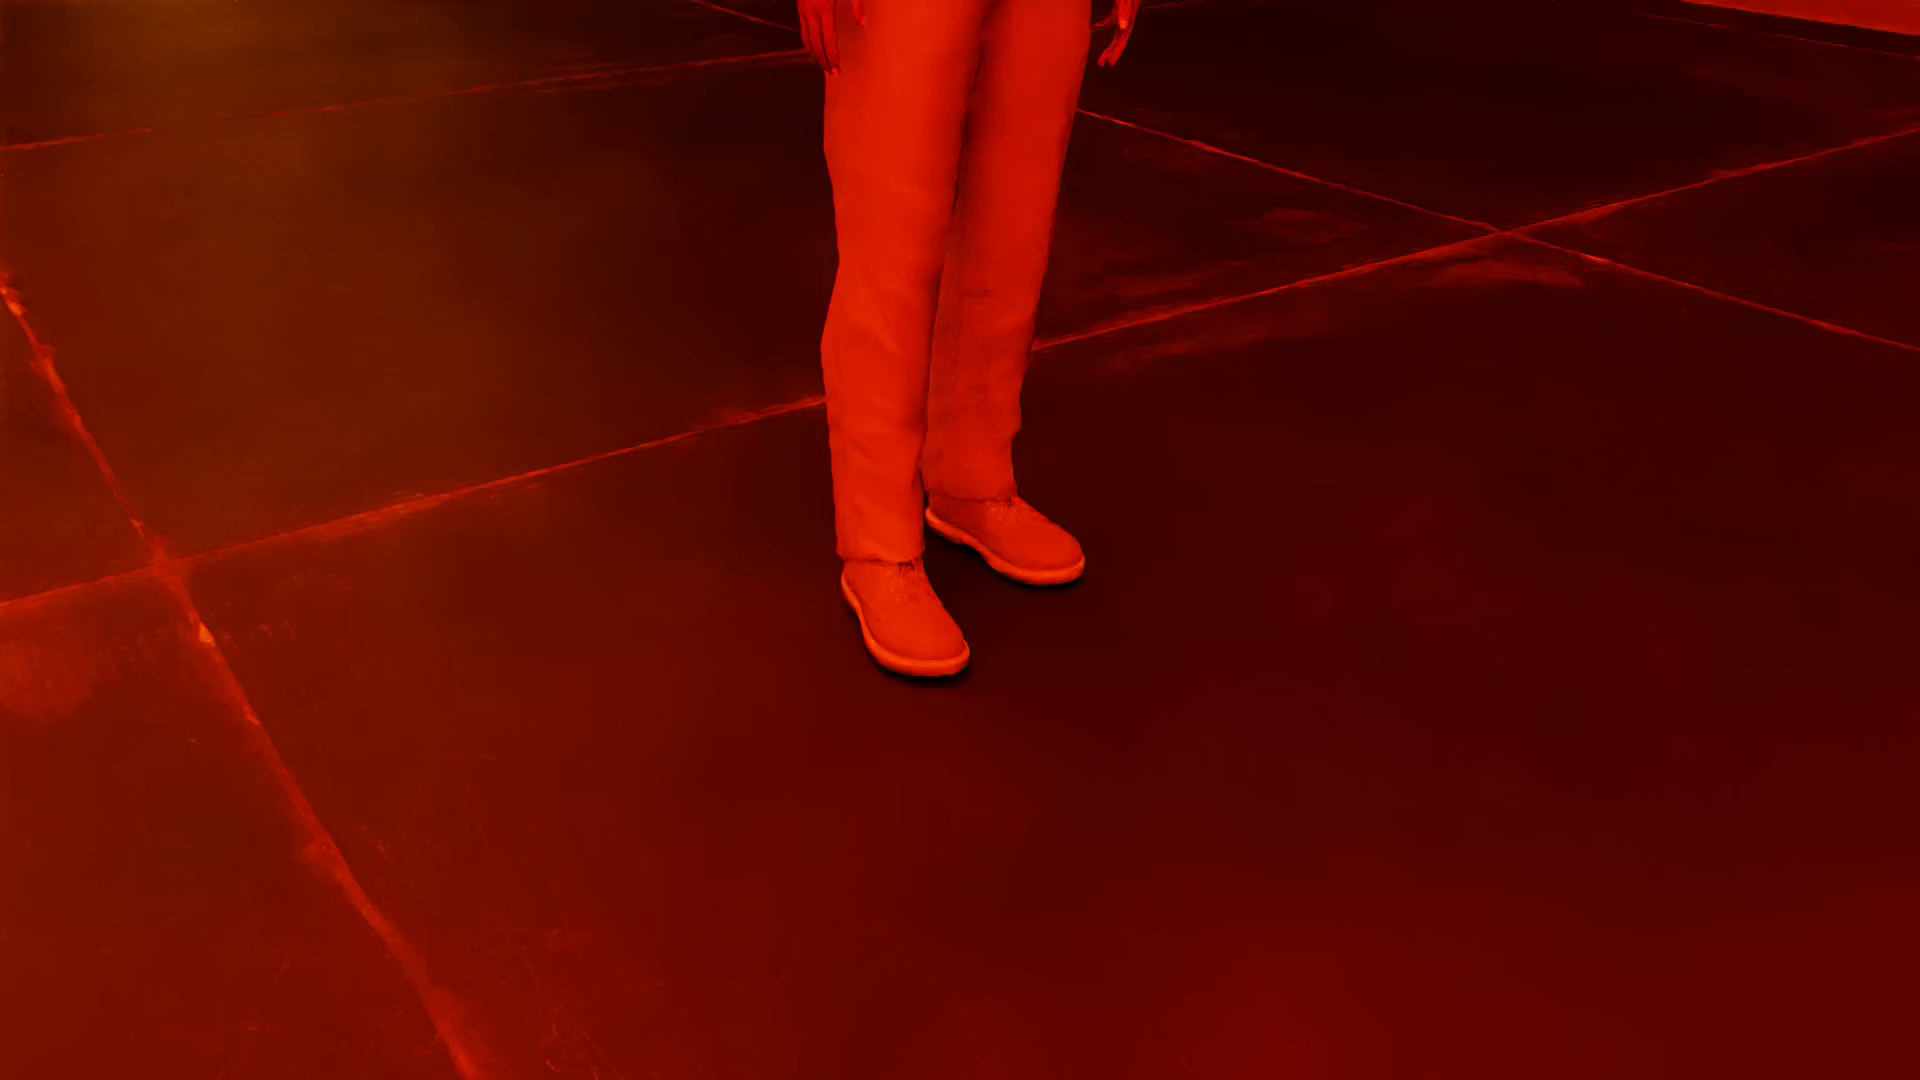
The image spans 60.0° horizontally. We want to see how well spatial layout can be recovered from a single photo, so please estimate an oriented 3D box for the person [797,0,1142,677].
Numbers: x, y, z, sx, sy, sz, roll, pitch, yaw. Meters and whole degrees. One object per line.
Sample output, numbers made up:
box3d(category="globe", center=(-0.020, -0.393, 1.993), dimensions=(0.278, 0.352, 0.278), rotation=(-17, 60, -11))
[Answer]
box3d(category="person", center=(0.027, -0.732, 2.052), dimensions=(0.570, 1.695, 0.529), rotation=(-17, 31, -31))
